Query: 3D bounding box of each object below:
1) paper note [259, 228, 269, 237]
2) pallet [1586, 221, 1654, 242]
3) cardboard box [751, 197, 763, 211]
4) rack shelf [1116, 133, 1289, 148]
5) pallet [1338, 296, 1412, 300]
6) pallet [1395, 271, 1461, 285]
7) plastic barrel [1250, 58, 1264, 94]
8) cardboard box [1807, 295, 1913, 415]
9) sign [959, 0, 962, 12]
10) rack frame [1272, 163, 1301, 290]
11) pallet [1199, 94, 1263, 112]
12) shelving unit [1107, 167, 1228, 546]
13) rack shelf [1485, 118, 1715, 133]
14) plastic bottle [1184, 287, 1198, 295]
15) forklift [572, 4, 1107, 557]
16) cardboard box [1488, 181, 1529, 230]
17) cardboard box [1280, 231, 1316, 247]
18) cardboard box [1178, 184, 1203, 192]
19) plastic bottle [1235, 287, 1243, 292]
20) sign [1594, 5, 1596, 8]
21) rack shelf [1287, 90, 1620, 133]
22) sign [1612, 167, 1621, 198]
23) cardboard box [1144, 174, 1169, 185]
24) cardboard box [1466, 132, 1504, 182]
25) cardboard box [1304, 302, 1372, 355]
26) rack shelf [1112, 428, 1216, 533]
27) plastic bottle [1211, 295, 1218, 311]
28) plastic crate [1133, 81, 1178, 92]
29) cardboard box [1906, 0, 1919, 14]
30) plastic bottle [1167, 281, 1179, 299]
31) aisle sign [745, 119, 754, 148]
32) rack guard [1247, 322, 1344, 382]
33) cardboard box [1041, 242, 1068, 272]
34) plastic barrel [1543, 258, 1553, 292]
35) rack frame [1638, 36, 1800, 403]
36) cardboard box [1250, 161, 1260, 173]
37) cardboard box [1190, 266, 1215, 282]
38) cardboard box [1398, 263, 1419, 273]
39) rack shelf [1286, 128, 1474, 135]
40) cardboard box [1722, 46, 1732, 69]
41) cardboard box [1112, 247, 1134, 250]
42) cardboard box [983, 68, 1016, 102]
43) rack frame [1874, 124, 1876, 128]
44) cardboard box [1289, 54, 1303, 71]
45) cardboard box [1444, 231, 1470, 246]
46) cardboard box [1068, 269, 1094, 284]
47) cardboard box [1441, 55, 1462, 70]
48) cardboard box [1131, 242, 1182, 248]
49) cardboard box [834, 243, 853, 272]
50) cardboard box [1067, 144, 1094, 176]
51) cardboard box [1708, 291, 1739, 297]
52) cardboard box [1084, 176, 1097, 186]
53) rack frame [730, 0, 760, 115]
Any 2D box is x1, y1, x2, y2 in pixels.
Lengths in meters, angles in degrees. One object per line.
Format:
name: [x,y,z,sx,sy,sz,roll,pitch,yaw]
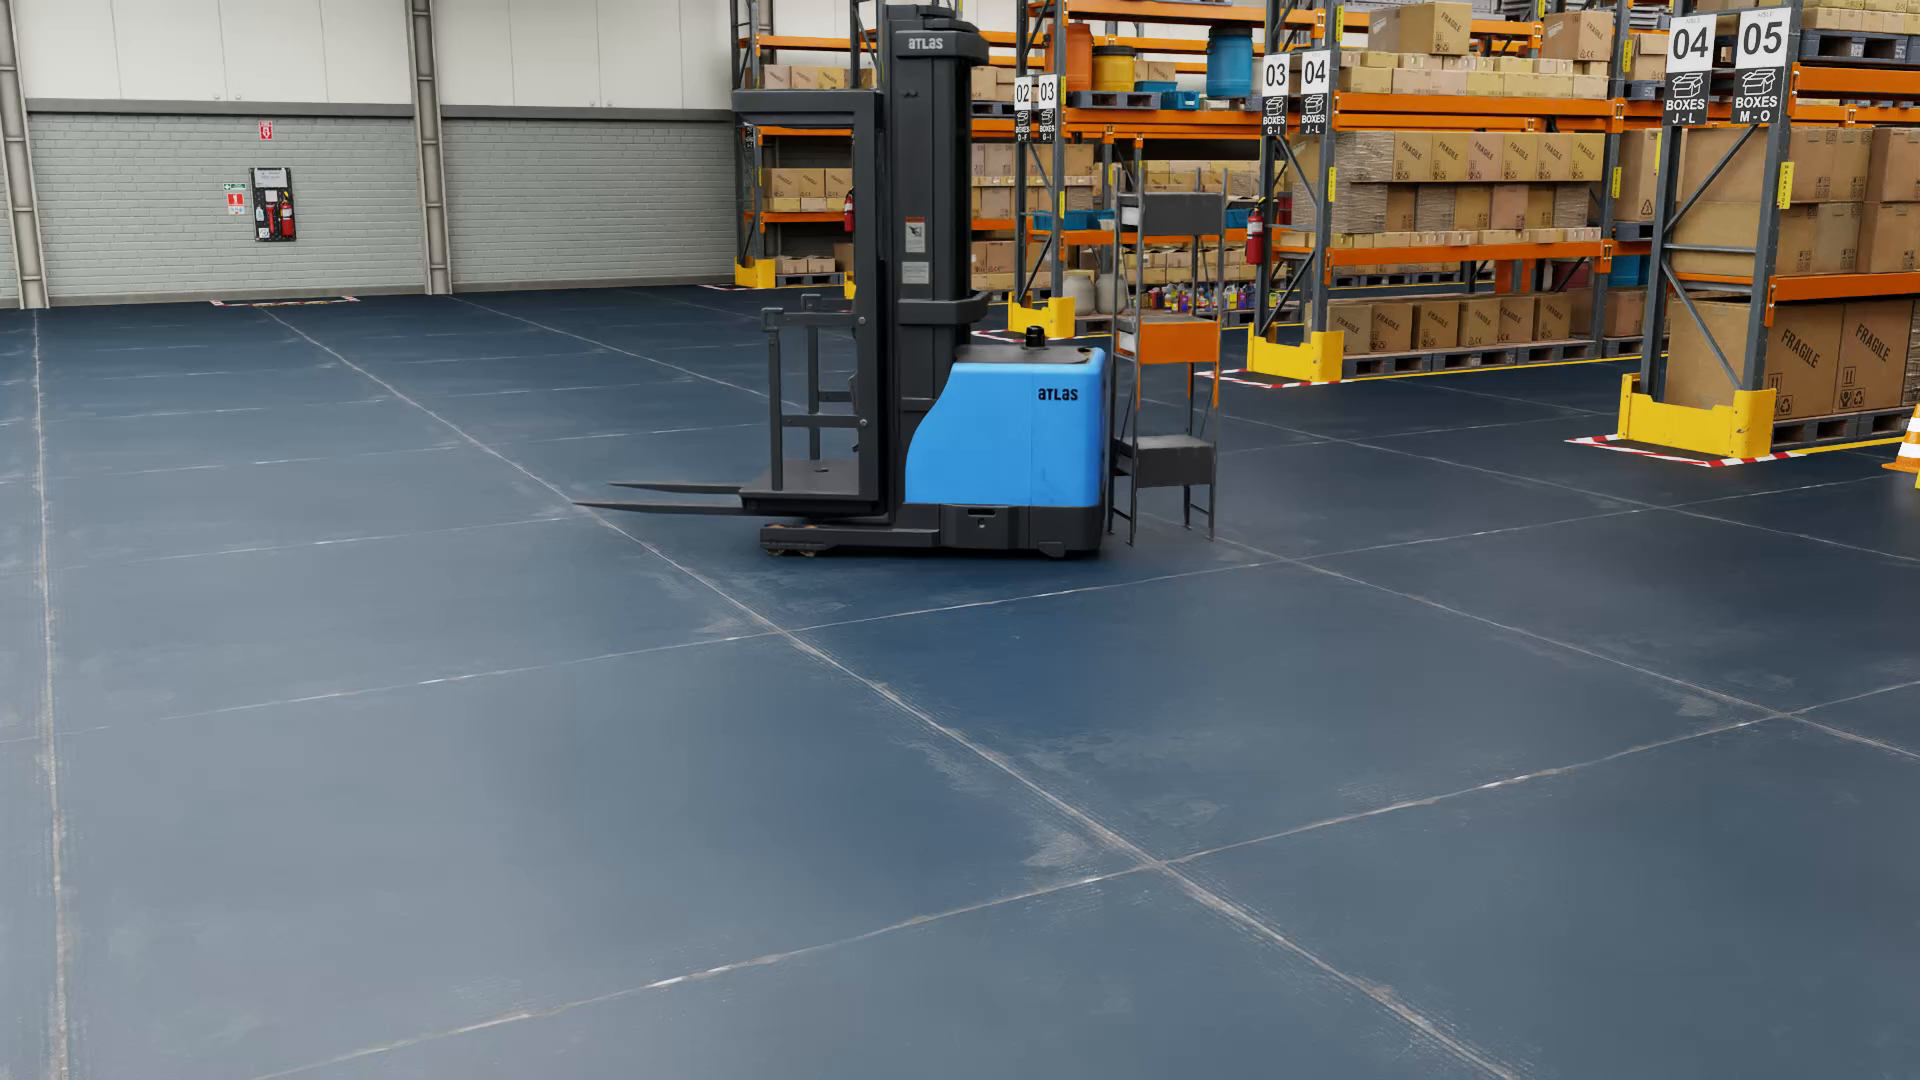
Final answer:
paper note: [-11.191,-4.942,26.742,0.142,0.148,0.016,-7,14,-28]
pallet: [7.623,-3.536,18.927,1.213,0.211,1.003,-7,14,-28]
cardboard box: [-3.431,-6.043,29.927,0.500,0.250,0.500,-7,14,-27]
rack shelf: [5.028,-8.185,33.952,4.000,0.370,1.077,-7,14,-28]
pallet: [6.252,-3.391,24.195,1.213,0.211,1.003,-7,14,-28]
pallet: [8.465,-4.875,30.791,1.213,0.211,1.003,-7,14,-28]
plastic barrel: [4.037,-6.247,22.494,0.421,0.512,0.421,0,13,0]
cardboard box: [6.994,-1.535,13.483,0.875,0.875,0.875,-7,15,-29]
sign: [0.006,-9.756,30.155,0.005,0.325,0.100,-7,14,-28]
rack frame: [5.650,-5.908,29.028,0.127,3.000,1.000,-7,14,-28]
pallet: [3.923,-5.808,22.185,1.003,0.211,1.213,-7,14,-28]
shelving unit: [1.168,-1.045,9.462,0.503,2.100,0.431,-3,14,-15]
rack shelf: [9.775,-6.275,25.469,4.000,0.370,1.077,-7,14,-28]
plastic bottle: [3.156,-3.322,22.741,0.135,0.276,0.152,-7,14,-28]
forklift: [-0.685,-1.456,9.402,3.031,2.935,1.130,2,13,7]
cardboard box: [5.611,-3.618,17.948,0.500,0.500,0.875,-7,14,-28]
cardboard box: [3.522,-3.104,17.141,0.250,0.149,0.380,-7,14,-28]
cardboard box: [3.723,-5.721,27.972,0.500,0.500,0.500,-7,14,-28]
plastic bottle: [3.820,-3.300,22.643,0.135,0.276,0.152,-7,14,-28]
sign: [12.412,-10.275,32.462,0.005,0.325,0.100,-7,14,-28]
rack shelf: [5.127,-4.479,17.488,4.000,0.370,1.077,-7,14,-28]
sign: [7.149,-3.896,18.117,0.005,0.325,0.100,-7,14,-28]
cardboard box: [3.822,-7.067,33.230,0.500,0.500,0.500,-6,14,-26]
cardboard box: [5.301,-4.001,17.375,0.500,0.500,0.500,-7,14,-28]
cardboard box: [3.927,-2.204,17.309,0.500,0.500,0.500,-4,13,-17]
rack shelf: [1.167,-0.350,9.623,0.480,0.518,0.431,-3,14,-15]
plastic bottle: [3.395,-3.170,22.234,0.097,0.201,0.097,0,13,0]
plastic crate: [2.528,-5.825,21.866,0.575,0.384,0.392,-7,14,-28]
cardboard box: [7.093,-4.087,12.587,0.500,0.250,0.500,-7,14,-28]
plastic bottle: [2.900,-3.365,22.761,0.185,0.351,0.144,-6,14,-26]
aisle sign: [-3.668,-7.223,28.952,0.004,0.787,0.394,-7,14,-28]
rack guard: [3.438,-1.945,17.113,0.348,0.500,1.175,-7,14,-28]
cardboard box: [1.392,-4.575,26.704,0.500,0.500,0.500,-7,14,-28]
plastic barrel: [8.894,-4.075,25.595,0.421,0.512,0.421,0,13,0]
rack frame: [5.659,-2.190,12.509,0.127,3.000,1.000,-7,14,-28]
cardboard box: [6.043,-7.702,34.341,0.500,0.250,0.500,-6,14,-27]
cardboard box: [3.961,-4.507,28.109,0.500,0.250,0.500,-7,14,-27]
cardboard box: [7.987,-5.113,30.190,0.500,0.500,0.500,-7,14,-27]
rack shelf: [7.405,-7.230,29.712,4.000,0.370,1.077,-7,14,-28]
cardboard box: [9.207,-5.551,19.243,0.500,0.500,0.500,-7,14,-27]
cardboard box: [2.811,-4.778,28.035,0.500,0.311,0.500,-6,14,-26]
cardboard box: [0.633,-7.125,26.094,0.637,0.503,0.797,-5,14,-22]
rack frame: [15.042,-5.794,28.524,0.127,3.000,1.000,-7,14,-28]
cardboard box: [3.465,-4.831,16.844,0.250,0.149,0.380,-7,14,-28]
cardboard box: [5.099,-3.157,17.378,0.250,0.149,0.380,-7,14,-28]
cardboard box: [1.837,-4.259,27.010,0.500,0.250,0.500,-7,14,-28]
cardboard box: [4.882,-4.856,16.956,0.250,0.149,0.380,-8,15,-30]
cardboard box: [3.981,-6.070,33.689,0.750,0.750,0.750,-7,14,-29]
cardboard box: [-1.930,-5.198,30.567,0.500,0.500,0.700,-8,15,-31]
cardboard box: [1.752,-6.121,26.792,0.500,0.500,0.700,-7,14,-28]
cardboard box: [8.840,-2.797,19.898,0.500,0.500,0.700,-6,14,-23]
cardboard box: [2.003,-5.782,26.765,0.250,0.149,0.380,-7,14,-28]
rack frame: [-3.749,-8.947,28.869,0.127,3.000,1.000,-7,14,-28]
